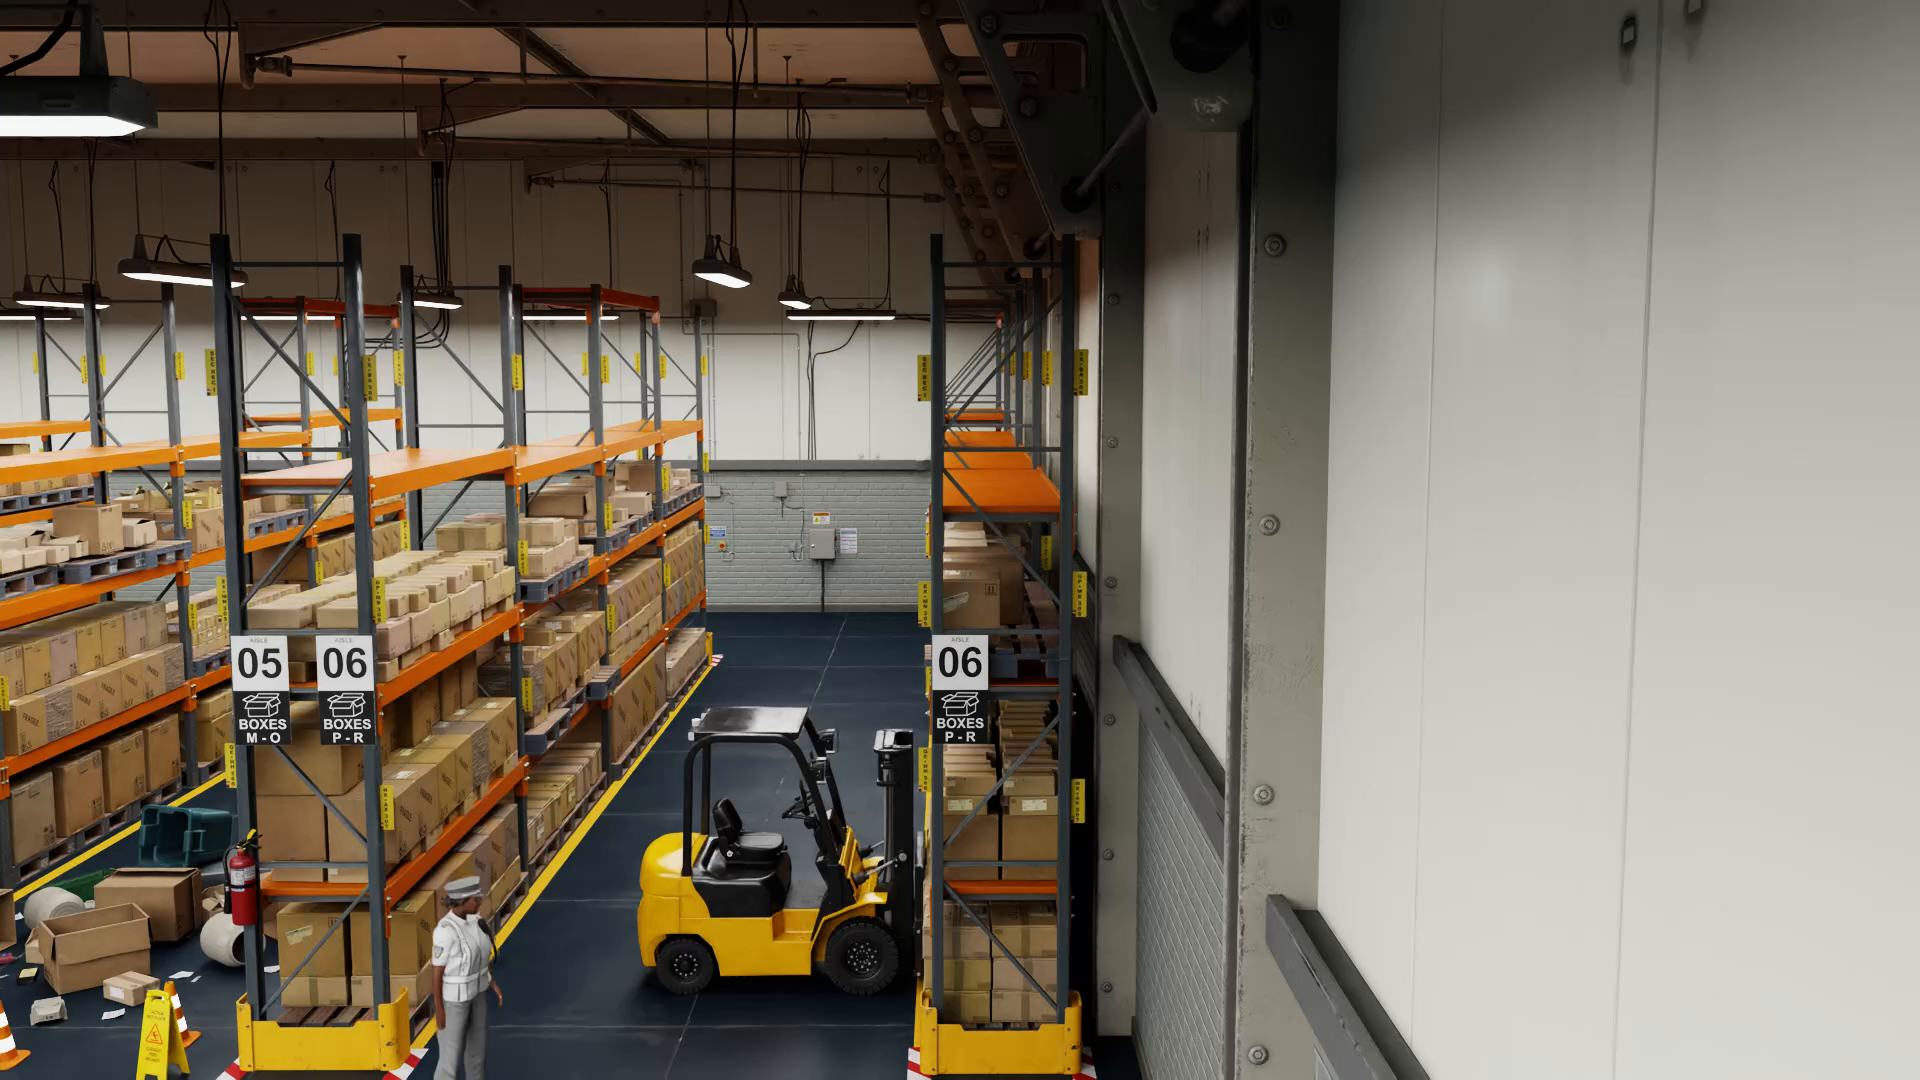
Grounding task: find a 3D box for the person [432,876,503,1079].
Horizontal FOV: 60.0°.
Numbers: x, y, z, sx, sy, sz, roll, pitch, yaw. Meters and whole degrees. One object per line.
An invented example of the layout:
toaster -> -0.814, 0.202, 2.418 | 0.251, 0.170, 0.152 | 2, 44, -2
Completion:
person -> -3.349, 3.109, 11.231 | 0.381, 1.689, 0.513 | 2, 7, 21
